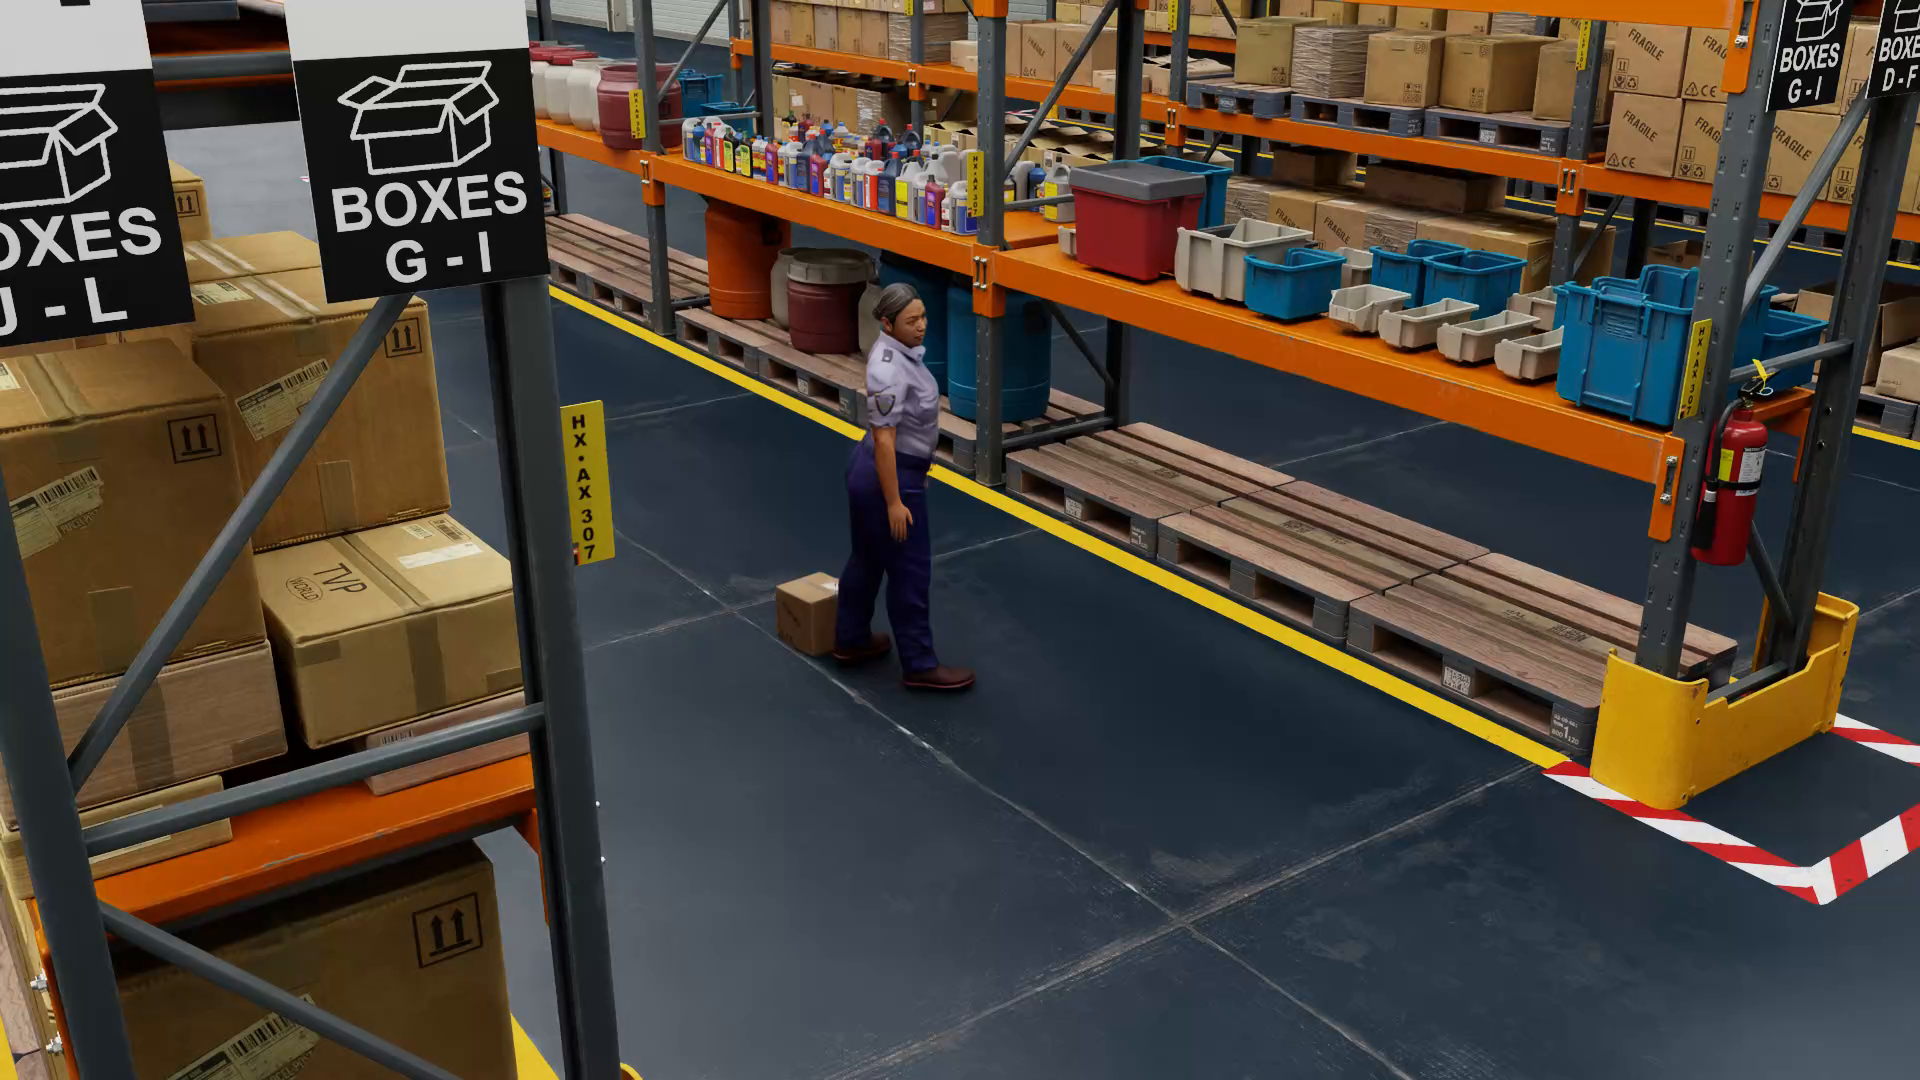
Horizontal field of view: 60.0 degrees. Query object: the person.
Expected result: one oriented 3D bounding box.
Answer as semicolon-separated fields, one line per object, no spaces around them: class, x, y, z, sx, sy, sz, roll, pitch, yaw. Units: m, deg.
person;-0.235;-0.221;6.614;0.578;1.634;0.568;-2;22;-5
